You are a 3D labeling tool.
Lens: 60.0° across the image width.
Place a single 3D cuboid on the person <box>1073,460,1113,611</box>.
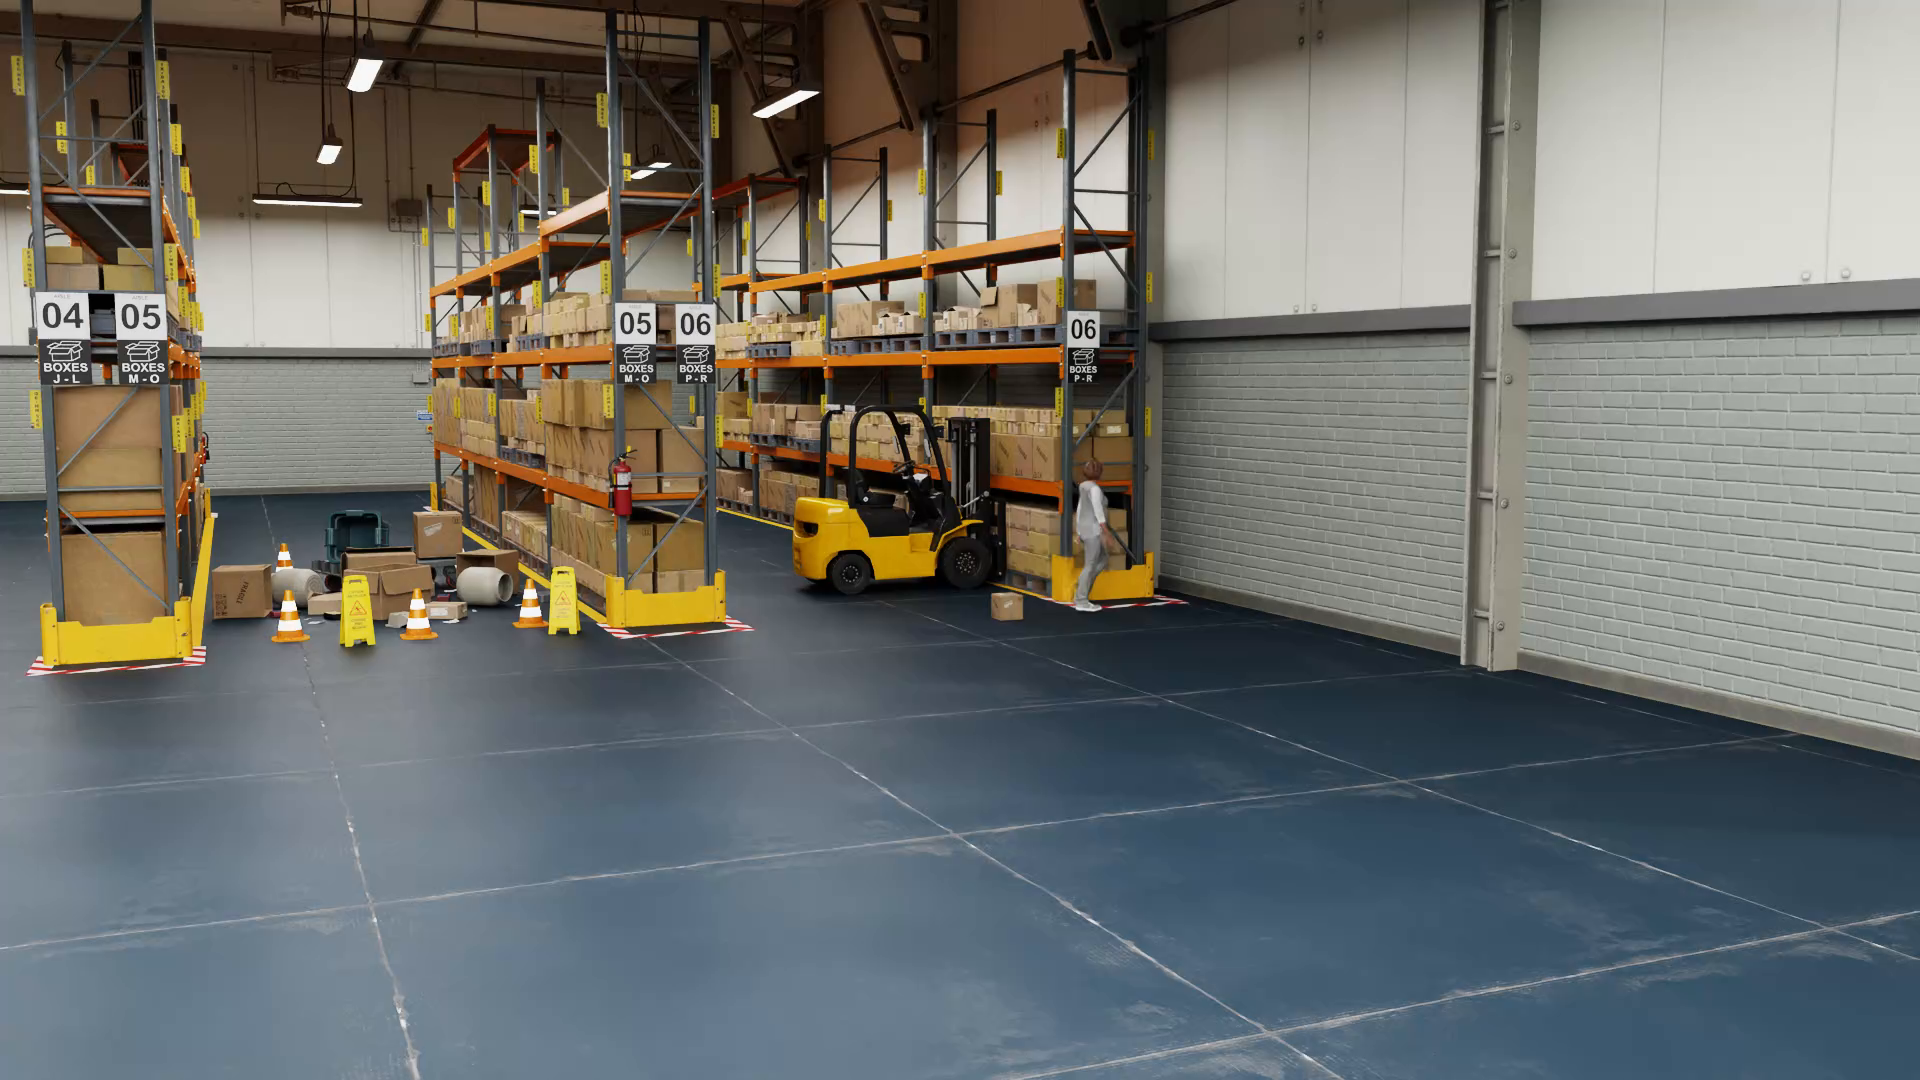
[{"bbox_3d":[1.393,-0.039,17.464,0.427,1.611,0.420,-1,6,-10],"label":"person"}]
